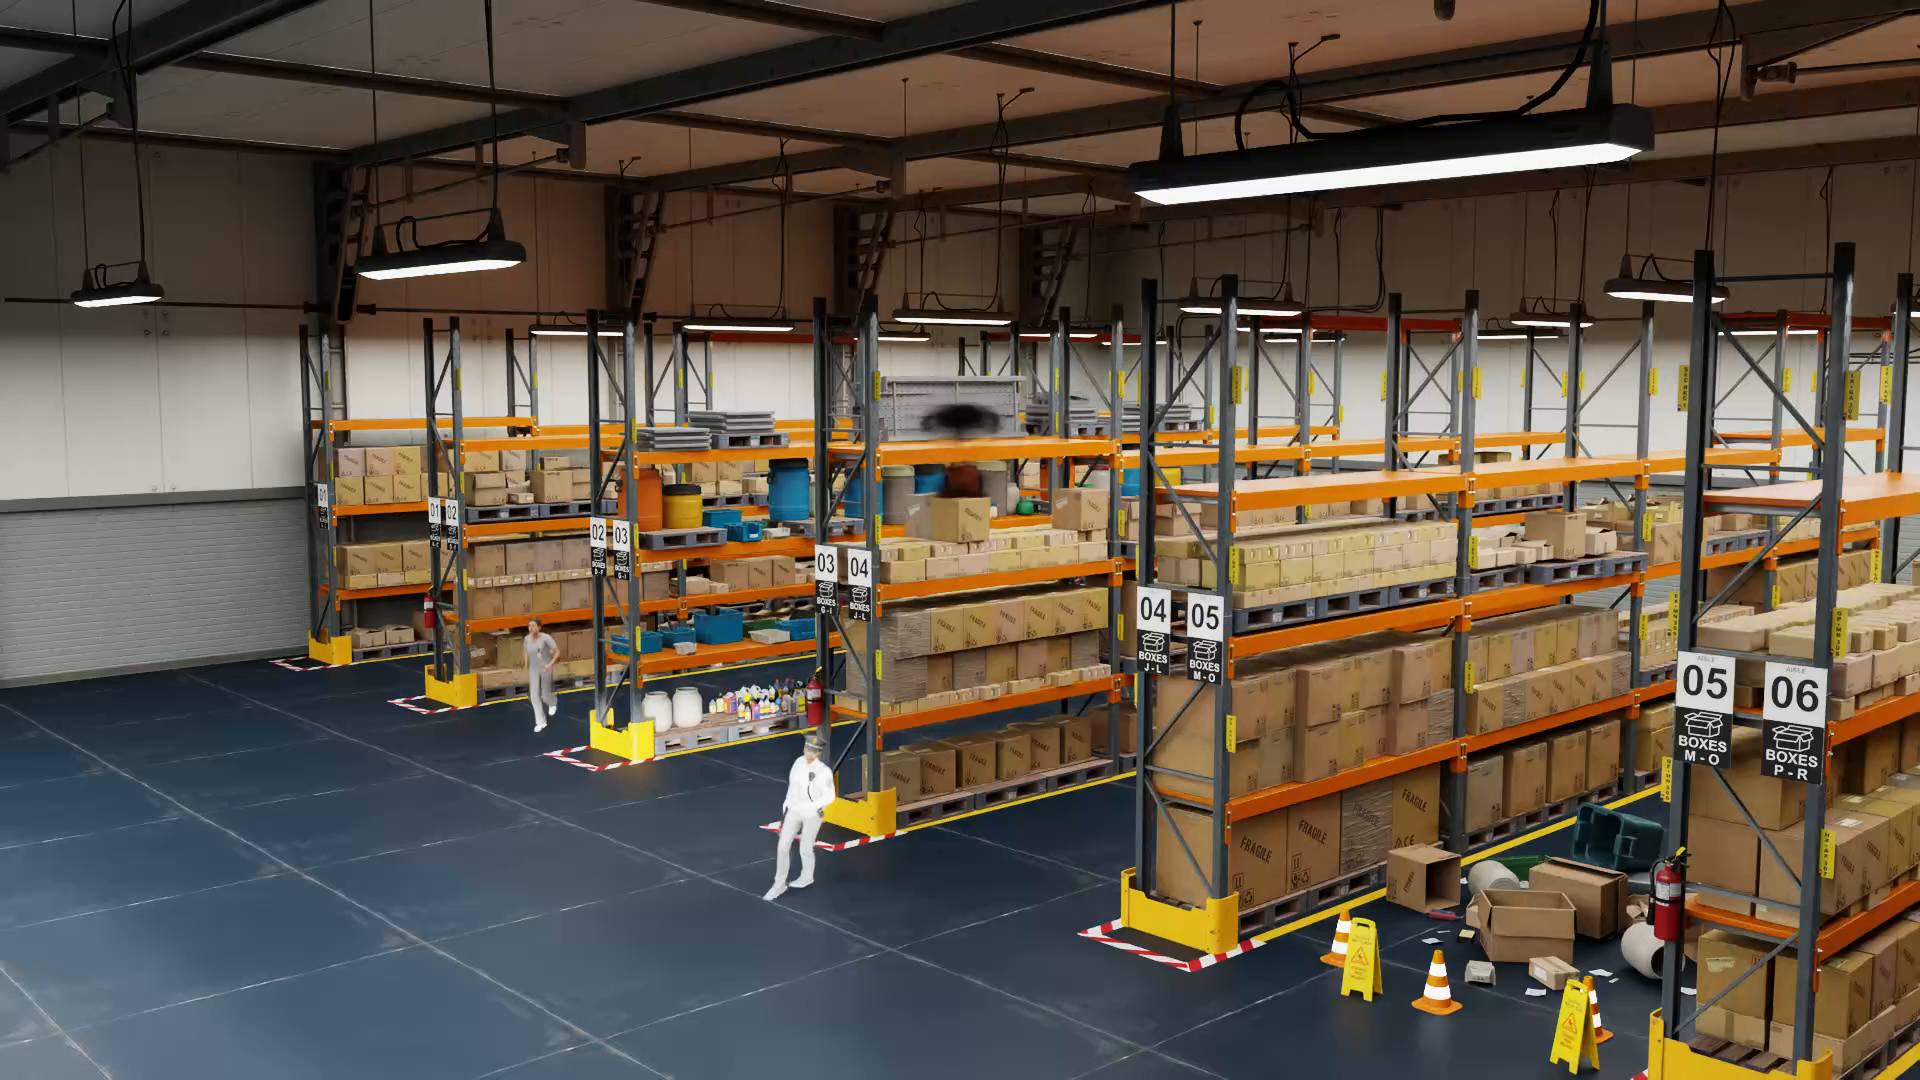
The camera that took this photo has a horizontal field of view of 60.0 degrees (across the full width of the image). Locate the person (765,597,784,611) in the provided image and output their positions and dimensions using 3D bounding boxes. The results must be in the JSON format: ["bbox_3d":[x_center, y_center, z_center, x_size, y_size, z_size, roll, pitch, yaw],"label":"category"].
[{"bbox_3d":[-3.561,1.100,32.532,0.800,1.604,0.557,-5,7,-39],"label":"person"}]

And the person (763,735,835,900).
[{"bbox_3d":[-1.522,2.724,16.343,0.726,1.705,0.599,3,6,26],"label":"person"}]

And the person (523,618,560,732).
[{"bbox_3d":[-6.054,1.931,24.221,0.588,1.670,0.704,1,6,14],"label":"person"}]

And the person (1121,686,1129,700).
[{"bbox_3d":[2.355,1.807,26.095,0.675,1.468,1.022,3,6,27],"label":"person"}]
